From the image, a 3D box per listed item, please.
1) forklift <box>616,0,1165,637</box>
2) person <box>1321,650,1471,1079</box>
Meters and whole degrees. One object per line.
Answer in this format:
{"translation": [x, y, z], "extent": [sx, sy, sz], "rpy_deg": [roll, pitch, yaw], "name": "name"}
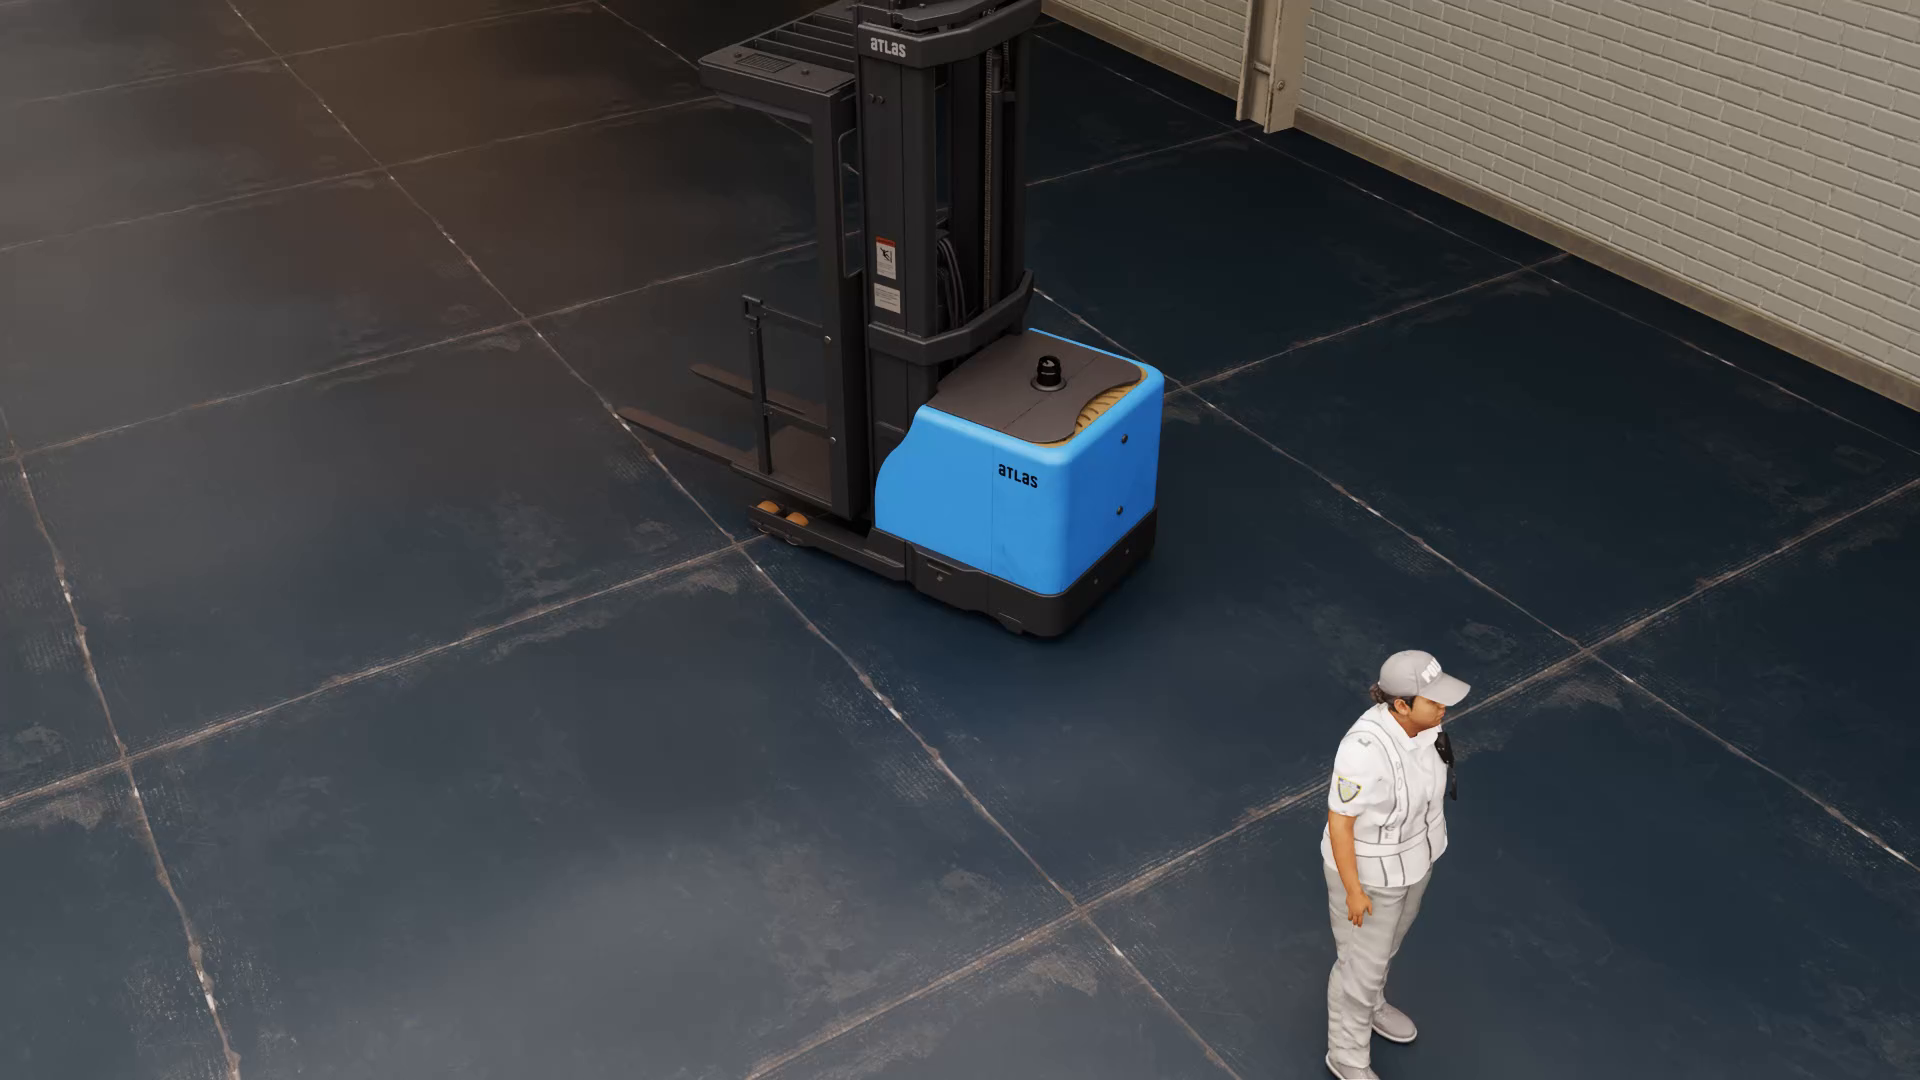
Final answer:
{"translation": [-0.500, -1.399, 8.138], "extent": [3.031, 2.935, 1.130], "rpy_deg": [22, 41, 28], "name": "forklift"}
{"translation": [1.493, 1.121, 5.640], "extent": [0.529, 1.670, 0.598], "rpy_deg": [28, 44, 34], "name": "person"}
